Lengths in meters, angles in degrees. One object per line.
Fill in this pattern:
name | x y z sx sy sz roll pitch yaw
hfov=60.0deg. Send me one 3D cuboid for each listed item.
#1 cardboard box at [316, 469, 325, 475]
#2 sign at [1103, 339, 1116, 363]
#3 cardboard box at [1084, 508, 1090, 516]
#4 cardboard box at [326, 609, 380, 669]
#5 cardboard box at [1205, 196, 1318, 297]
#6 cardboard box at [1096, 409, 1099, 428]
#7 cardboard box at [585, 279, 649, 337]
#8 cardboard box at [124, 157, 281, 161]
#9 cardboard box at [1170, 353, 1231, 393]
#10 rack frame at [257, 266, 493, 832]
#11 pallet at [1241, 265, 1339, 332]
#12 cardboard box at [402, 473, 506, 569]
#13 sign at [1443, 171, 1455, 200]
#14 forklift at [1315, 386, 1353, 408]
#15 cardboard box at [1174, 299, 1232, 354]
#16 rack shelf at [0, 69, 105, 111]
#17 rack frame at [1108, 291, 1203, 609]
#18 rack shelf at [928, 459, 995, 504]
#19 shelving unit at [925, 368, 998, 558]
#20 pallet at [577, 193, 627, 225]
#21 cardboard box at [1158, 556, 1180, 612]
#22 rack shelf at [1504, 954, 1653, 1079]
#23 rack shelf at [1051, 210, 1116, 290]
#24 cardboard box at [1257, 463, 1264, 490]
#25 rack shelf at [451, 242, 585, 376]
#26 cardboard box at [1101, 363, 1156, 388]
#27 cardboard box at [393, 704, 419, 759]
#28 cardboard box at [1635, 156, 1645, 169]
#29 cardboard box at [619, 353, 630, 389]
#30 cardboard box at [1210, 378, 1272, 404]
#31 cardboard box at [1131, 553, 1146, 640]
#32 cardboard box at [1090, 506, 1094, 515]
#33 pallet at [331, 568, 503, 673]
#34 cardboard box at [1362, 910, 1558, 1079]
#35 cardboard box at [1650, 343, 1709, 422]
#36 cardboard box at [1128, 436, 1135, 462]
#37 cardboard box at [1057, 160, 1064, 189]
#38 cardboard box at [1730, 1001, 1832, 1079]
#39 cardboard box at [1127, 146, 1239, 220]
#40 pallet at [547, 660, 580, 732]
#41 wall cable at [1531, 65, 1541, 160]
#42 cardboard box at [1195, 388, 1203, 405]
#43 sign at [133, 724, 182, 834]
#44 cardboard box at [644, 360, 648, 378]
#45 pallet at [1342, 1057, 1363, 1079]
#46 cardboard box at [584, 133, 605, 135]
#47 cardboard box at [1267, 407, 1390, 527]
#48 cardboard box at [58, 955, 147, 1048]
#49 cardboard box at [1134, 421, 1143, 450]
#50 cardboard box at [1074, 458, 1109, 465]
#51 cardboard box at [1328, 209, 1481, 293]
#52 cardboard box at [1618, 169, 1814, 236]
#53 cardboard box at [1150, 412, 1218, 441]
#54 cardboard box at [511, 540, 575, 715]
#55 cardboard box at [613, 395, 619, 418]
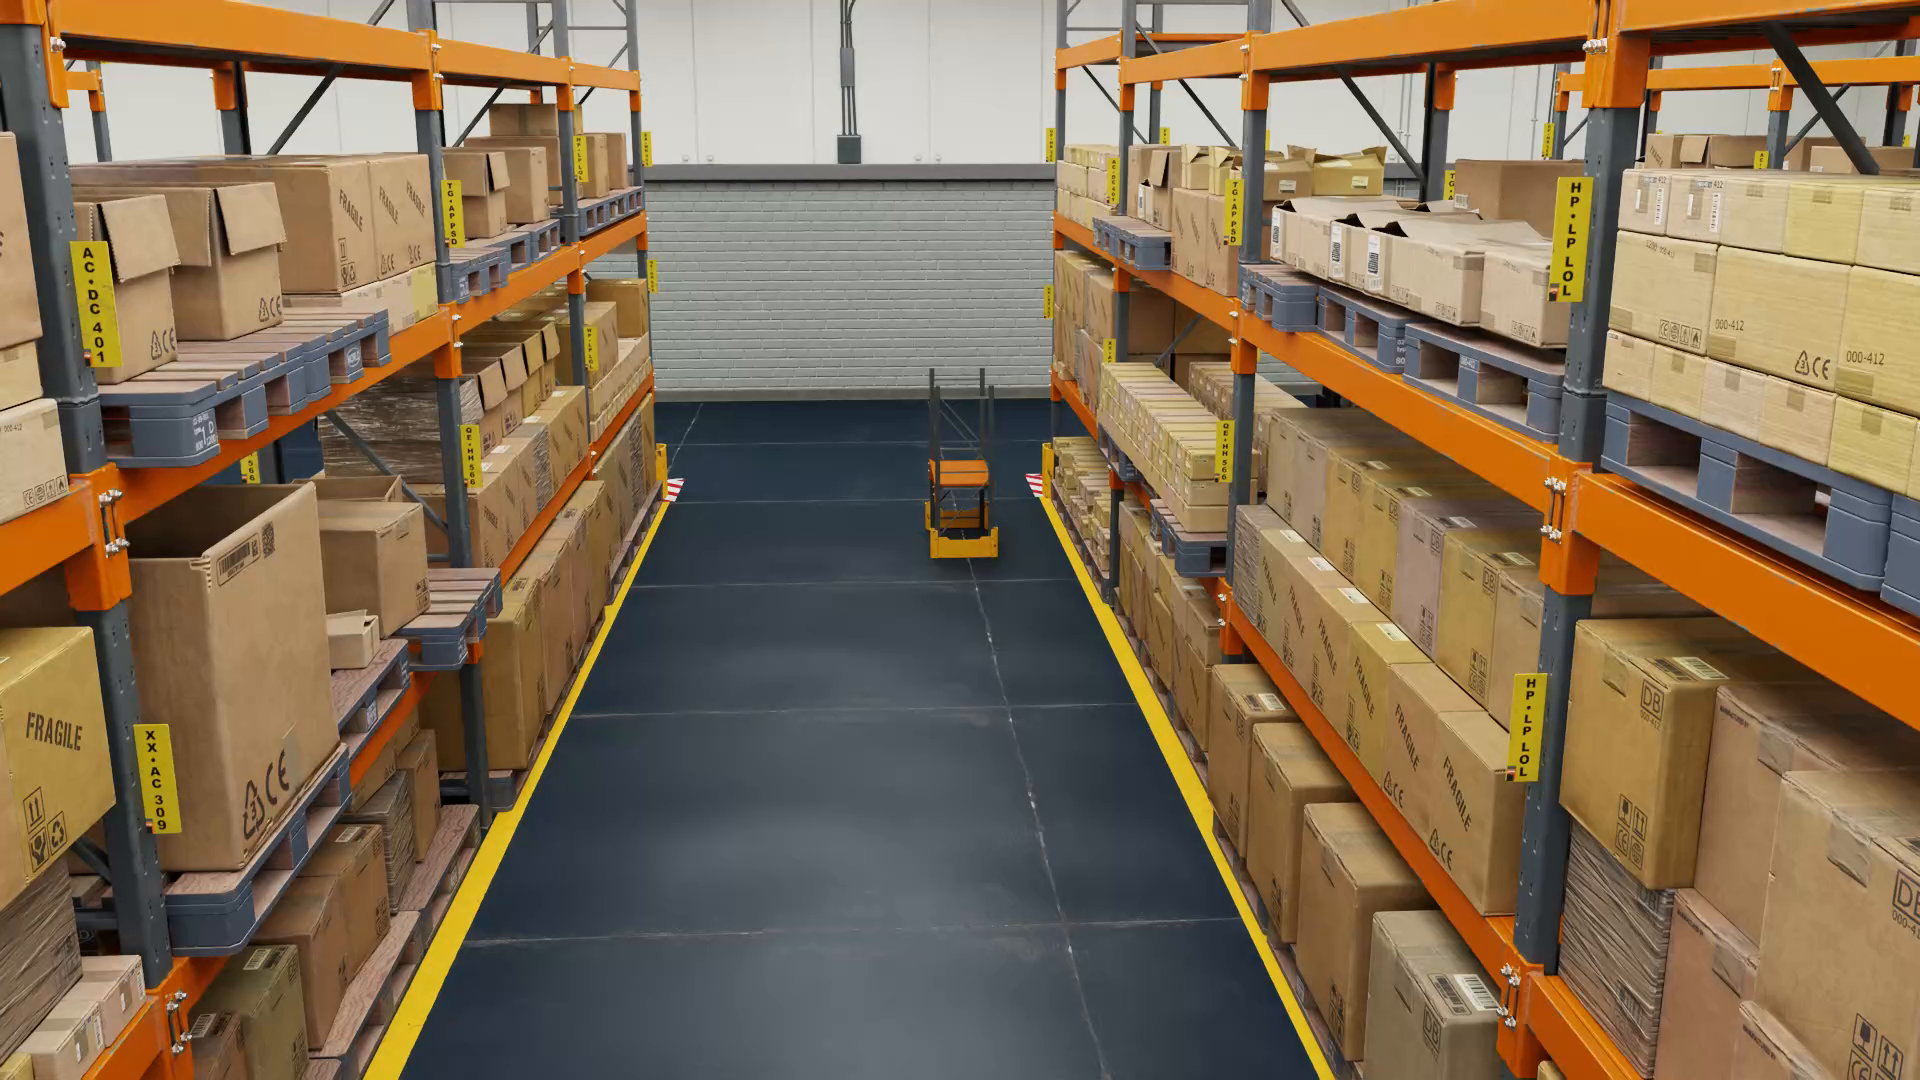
cardboard box | -3.344 -0.186 9.528 0.500 0.500 0.500 -1 14 -4
sign | 1.126 -1.349 12.514 0.100 0.325 0.005 -1 14 -3
cardboard box | 1.290 -0.179 14.580 0.380 0.149 0.250 -1 14 -2
cardboard box | -2.669 0.378 6.964 0.396 0.266 0.258 -1 14 -5
cardboard box | 1.626 -1.585 8.946 0.500 0.500 0.500 -1 14 -3
cardboard box | 1.291 -0.949 13.198 0.380 0.149 0.250 -1 14 -5
cardboard box | -3.245 -2.201 15.762 0.500 0.500 0.500 -1 14 -3
cardboard box | -3.241 -1.390 7.187 0.500 0.500 0.500 -1 14 -3
cardboard box | 1.888 -1.260 13.106 0.500 0.500 0.500 -1 14 -4
rack frame | -3.042 0.106 8.596 1.000 3.000 0.127 -1 14 -3
pallet | 2.008 -1.148 7.826 1.213 0.211 1.003 0 14 -1
cardboard box | -2.800 -0.068 9.069 0.500 0.500 0.500 0 14 -2
sign | 2.470 -1.694 8.373 0.100 0.325 0.005 -1 14 -3
forklift | 3.630 -1.156 13.638 1.130 2.935 3.031 -2 15 -9
cardboard box | 1.883 -1.733 12.939 0.500 0.500 0.500 -1 14 -2
rack shelf | -8.357 -3.673 13.490 1.077 0.370 4.000 -1 14 -3
rack frame | 1.667 -0.941 12.662 1.000 3.000 0.127 -1 14 -3
rack shelf | 0.005 -0.531 14.802 0.538 0.185 1.000 -1 14 -3
shelving unit | 0.005 -0.707 14.766 0.587 1.500 1.083 -1 14 -3
pallet | -3.402 -2.805 14.067 1.003 0.211 1.213 -1 14 -3
cardboard box | 1.553 0.280 10.586 0.500 0.250 0.500 -1 14 -2
rack shelf | 2.287 1.895 3.086 1.077 0.370 4.000 -1 14 -3
rack shelf | 1.543 -2.542 14.311 1.077 0.370 4.000 -1 14 -3
cardboard box | 2.018 -0.409 10.257 0.380 0.149 0.250 0 14 -2
rack shelf | -3.165 -1.496 10.245 1.077 0.370 4.000 -1 14 -3
cardboard box | 1.233 -1.205 12.158 0.380 0.149 0.250 0 14 -1
cardboard box | -2.970 0.906 8.113 0.500 0.250 0.500 0 14 -1
cardboard box | 6.397 -3.325 15.046 0.500 0.311 0.500 -1 14 -2
cardboard box | -3.143 -1.457 14.372 0.500 0.250 0.500 -1 14 -3
cardboard box | 1.935 -1.017 11.427 0.380 0.149 0.250 -1 14 -4
cardboard box | 1.483 0.386 11.680 0.500 0.500 0.500 0 14 -1
cardboard box | 1.314 -0.241 14.225 0.380 0.149 0.250 -1 14 -2
pallet | -2.891 0.374 7.937 1.213 0.211 1.003 -1 14 -3
cardboard box | 2.035 1.782 5.752 1.050 0.750 0.750 -1 14 -4
cardboard box | 1.864 -0.374 3.899 0.380 0.149 0.250 -1 14 -3
cardboard box | 1.319 -0.592 10.971 0.380 0.149 0.250 -1 14 -4
cardboard box | 1.188 -3.442 15.661 0.500 0.250 0.500 -1 14 -3
cardboard box | 2.170 1.341 3.495 0.875 0.550 0.550 -1 14 -3
cardboard box | 1.581 -2.549 11.851 0.700 0.500 0.500 -1 14 -3
pallet | -3.088 0.956 10.886 1.003 0.211 1.213 -1 14 -3
wall cable | 6.471 -6.363 21.699 2.355 3.000 0.029 -1 14 -3
cardboard box | 1.907 -1.005 11.977 0.380 0.149 0.250 -1 14 -3
sign | -2.253 0.671 4.661 0.100 0.325 0.005 -1 14 -3
cardboard box | -3.169 -1.614 15.784 0.380 0.149 0.250 -1 14 -3
pallet | 2.040 2.209 6.018 1.003 0.211 1.213 -1 14 -3
cardboard box | -3.537 -3.366 14.827 0.700 0.500 0.500 -1 14 -5
cardboard box | 1.933 -0.367 8.224 0.700 0.500 0.500 -1 14 -4
cardboard box | -2.487 1.271 4.570 0.380 0.149 0.250 -1 14 -3
cardboard box | 1.332 -0.672 10.684 0.380 0.149 0.250 -1 14 -5
cardboard box | 1.244 -0.650 15.216 0.380 0.149 0.250 0 14 -1
cardboard box | 1.803 -1.171 6.675 0.500 0.311 0.500 -1 14 -4
cardboard box | 1.846 -0.824 4.050 0.380 0.149 0.250 -1 14 -3
cardboard box | 1.368 -0.684 10.134 0.380 0.149 0.250 -1 14 -3
cardboard box | -3.111 0.538 10.339 1.225 0.875 0.875 -1 14 -3
cardboard box | -3.043 -1.106 13.809 0.380 0.149 0.250 -1 14 -4
